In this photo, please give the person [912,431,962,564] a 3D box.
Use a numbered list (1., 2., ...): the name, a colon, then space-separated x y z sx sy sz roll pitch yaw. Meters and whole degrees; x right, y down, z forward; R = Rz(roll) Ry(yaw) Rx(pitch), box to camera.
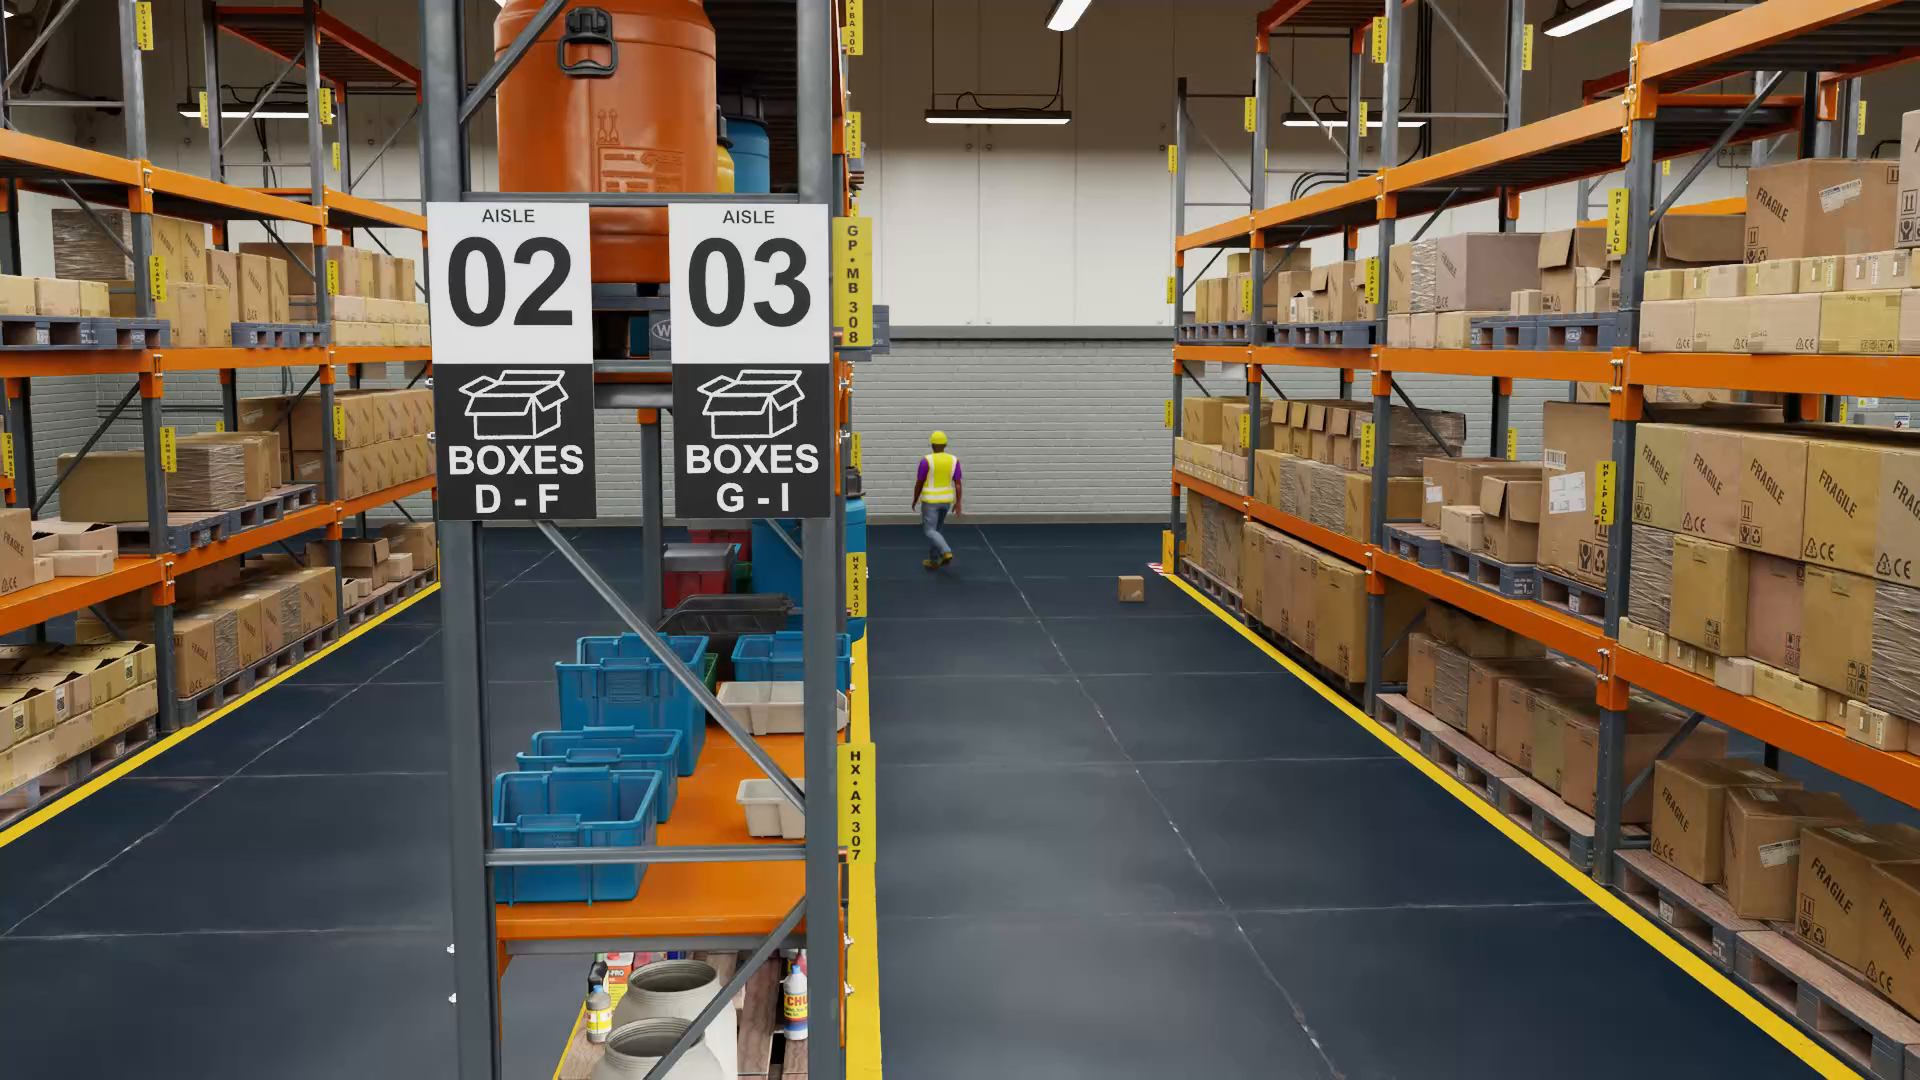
1. person: -0.246 -0.505 20.586 0.559 1.675 0.744 -4 8 -29
